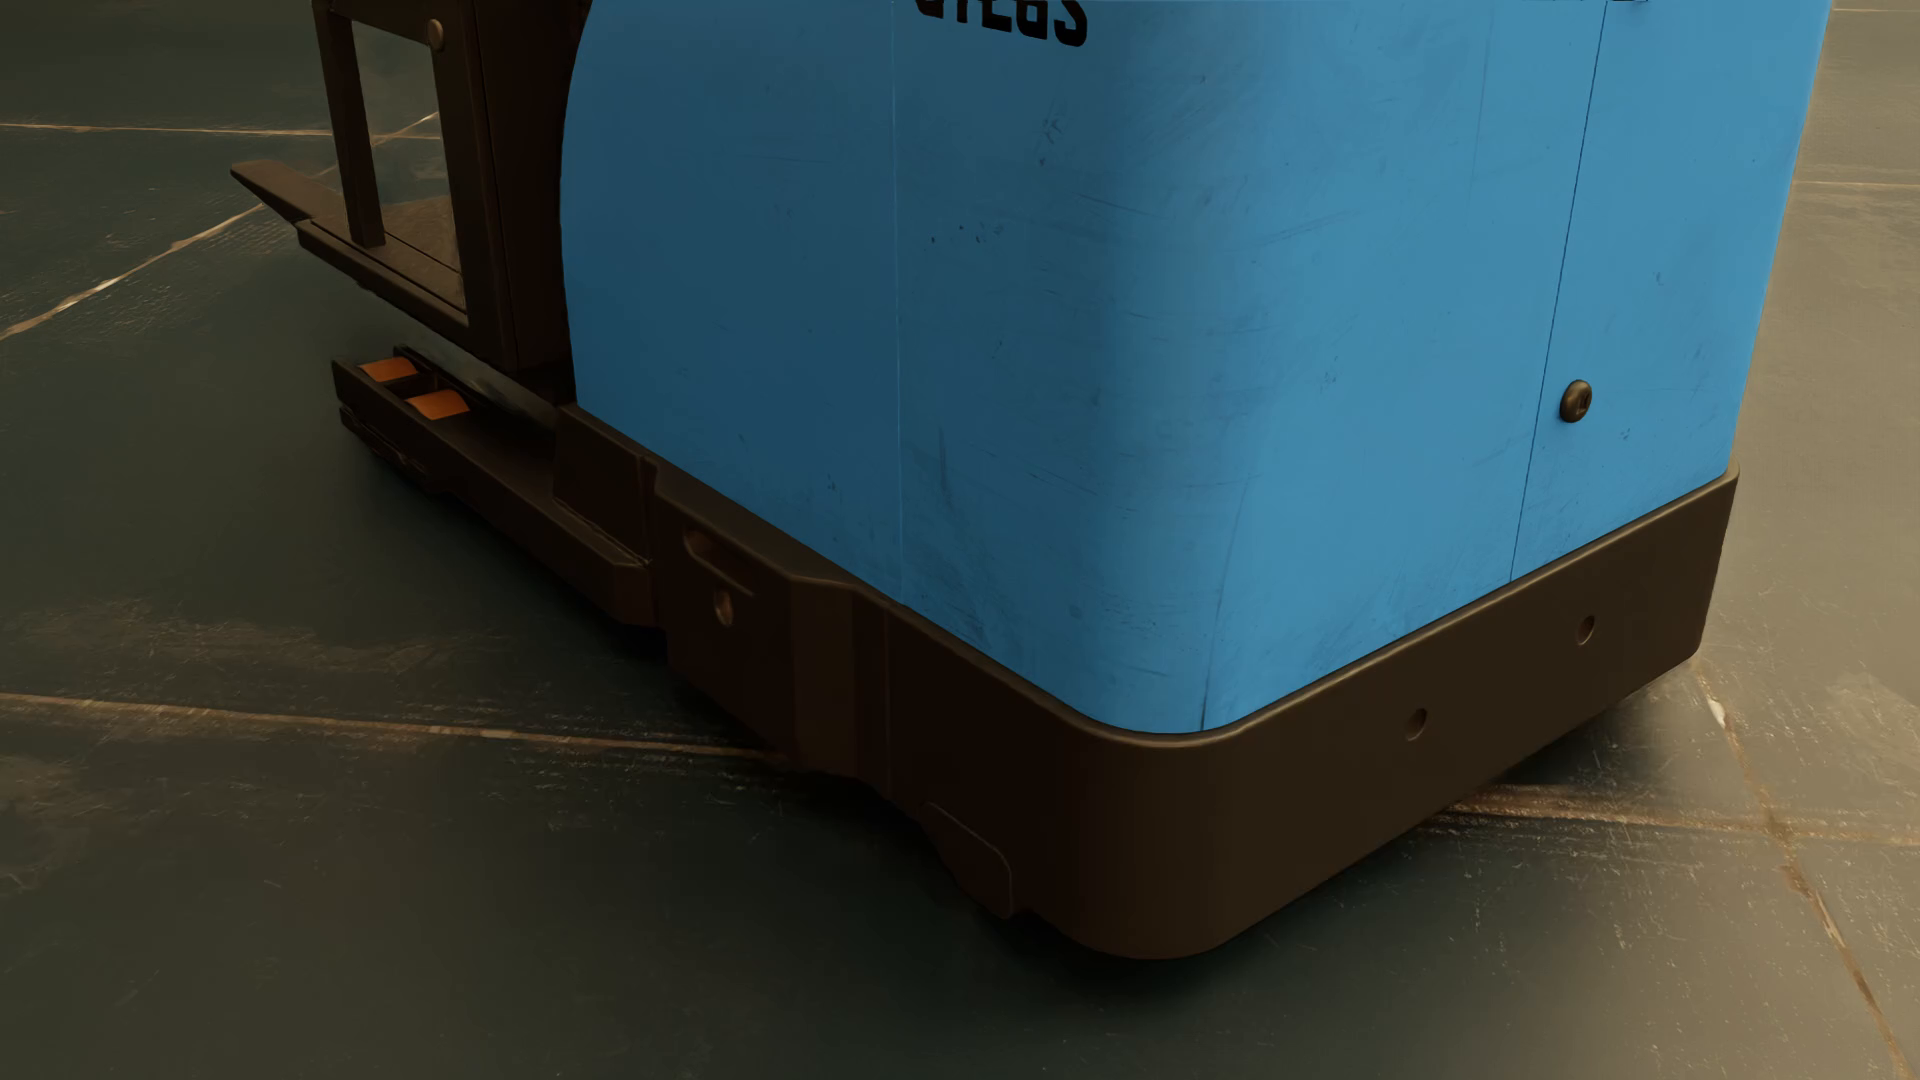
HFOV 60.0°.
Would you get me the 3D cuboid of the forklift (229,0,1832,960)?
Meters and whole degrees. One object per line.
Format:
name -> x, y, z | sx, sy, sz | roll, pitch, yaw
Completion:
forklift -> -0.385, -1.507, 2.237 | 1.130, 2.935, 3.031 | -20, 33, -34
